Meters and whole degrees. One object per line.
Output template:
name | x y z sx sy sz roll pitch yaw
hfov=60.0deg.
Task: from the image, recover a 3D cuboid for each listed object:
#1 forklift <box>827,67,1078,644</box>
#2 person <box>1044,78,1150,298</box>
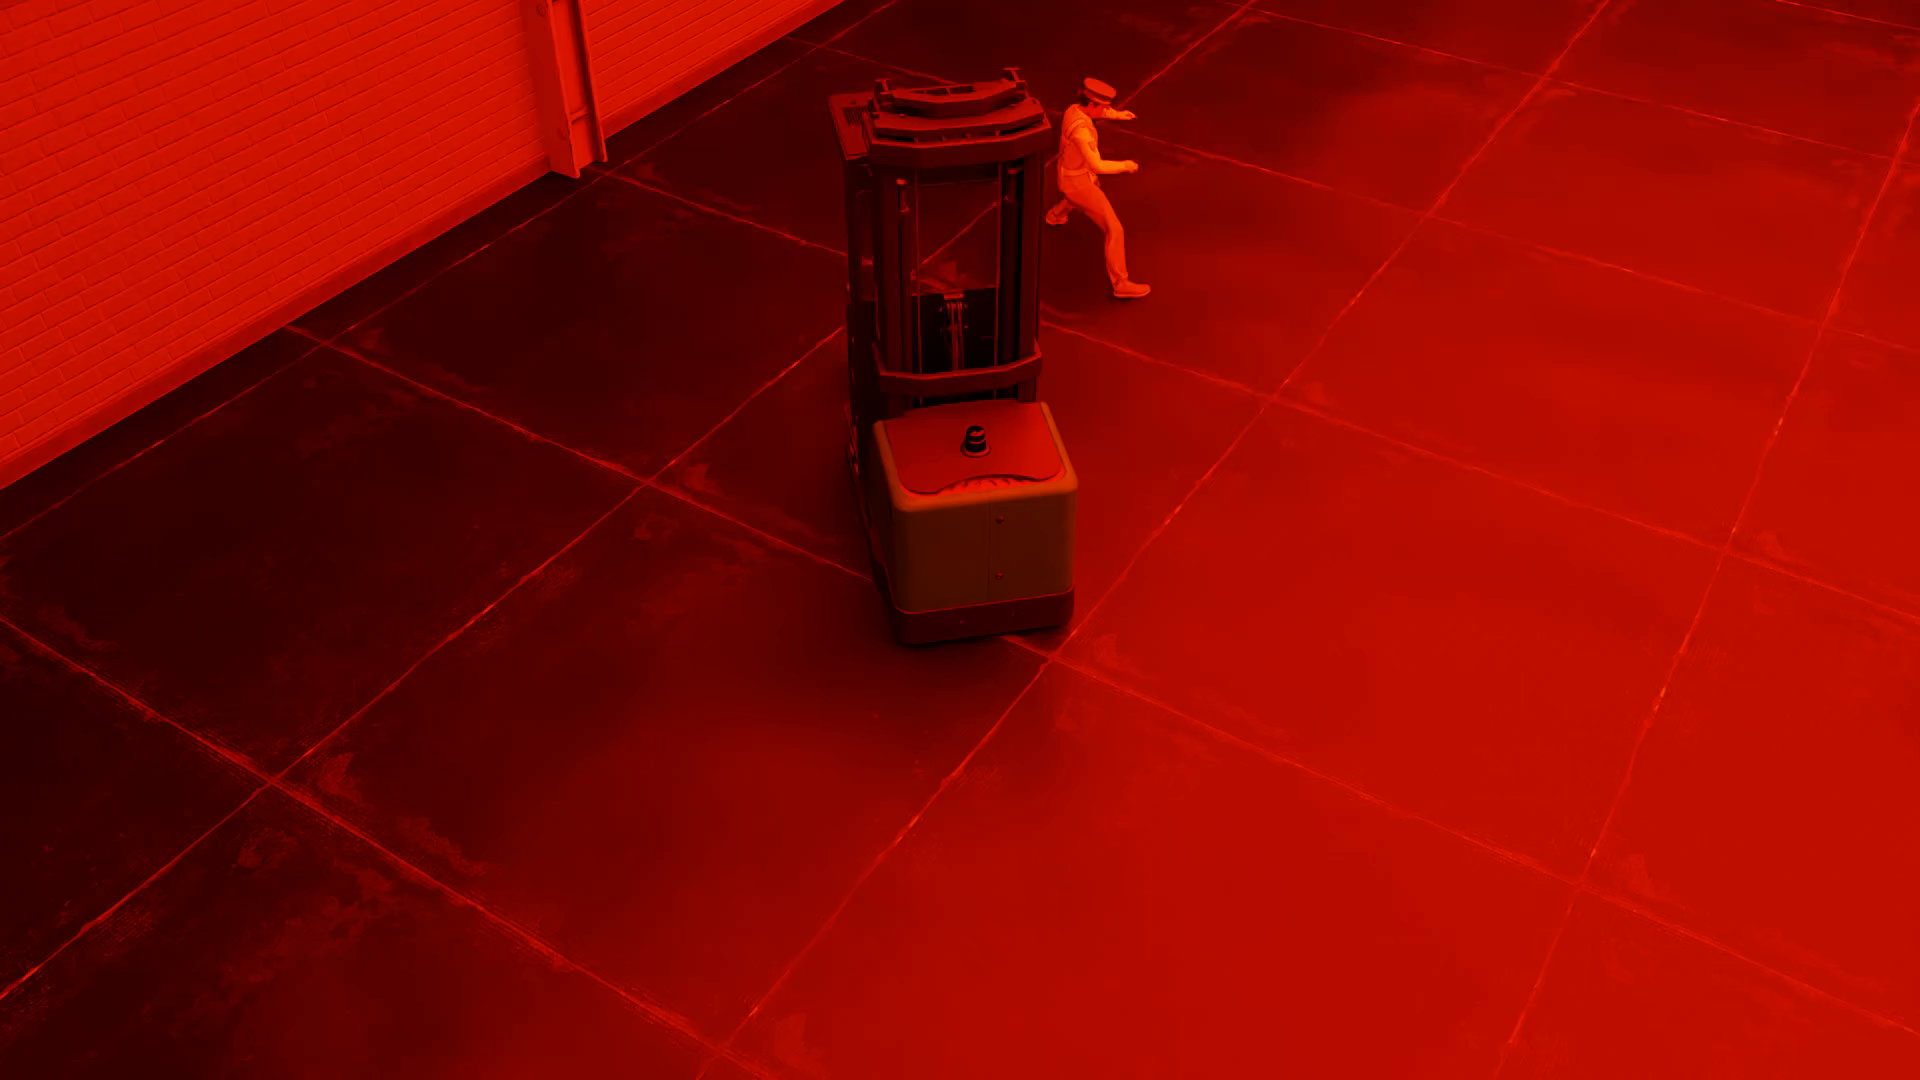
forklift | -0.131 -1.484 9.719 1.130 2.935 3.031 -7 41 -8
person | 1.035 -2.729 12.317 0.704 1.463 1.219 -2 40 -3
